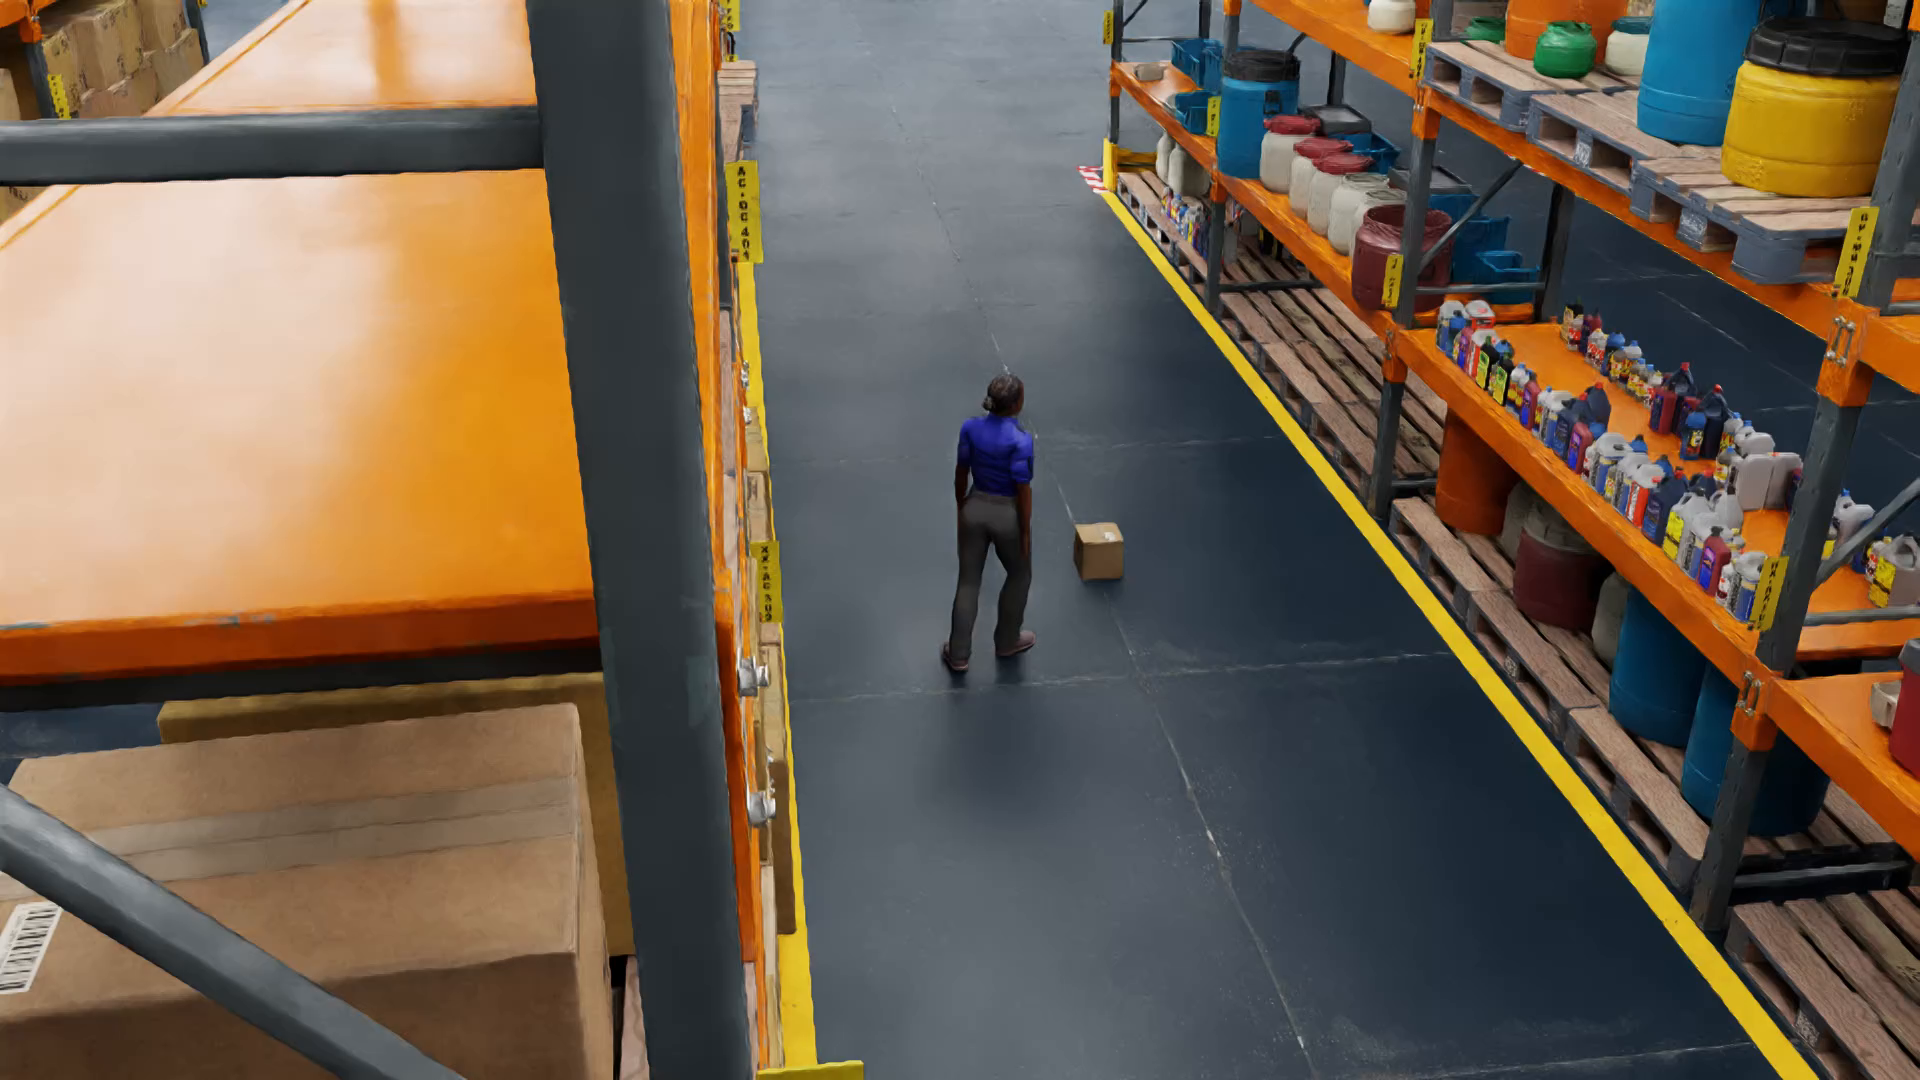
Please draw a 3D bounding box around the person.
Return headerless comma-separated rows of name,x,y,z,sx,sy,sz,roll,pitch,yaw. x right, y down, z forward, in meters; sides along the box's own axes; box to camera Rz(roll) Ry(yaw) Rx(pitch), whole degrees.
person,0.165,-0.095,8.810,0.486,1.651,0.568,12,30,22
